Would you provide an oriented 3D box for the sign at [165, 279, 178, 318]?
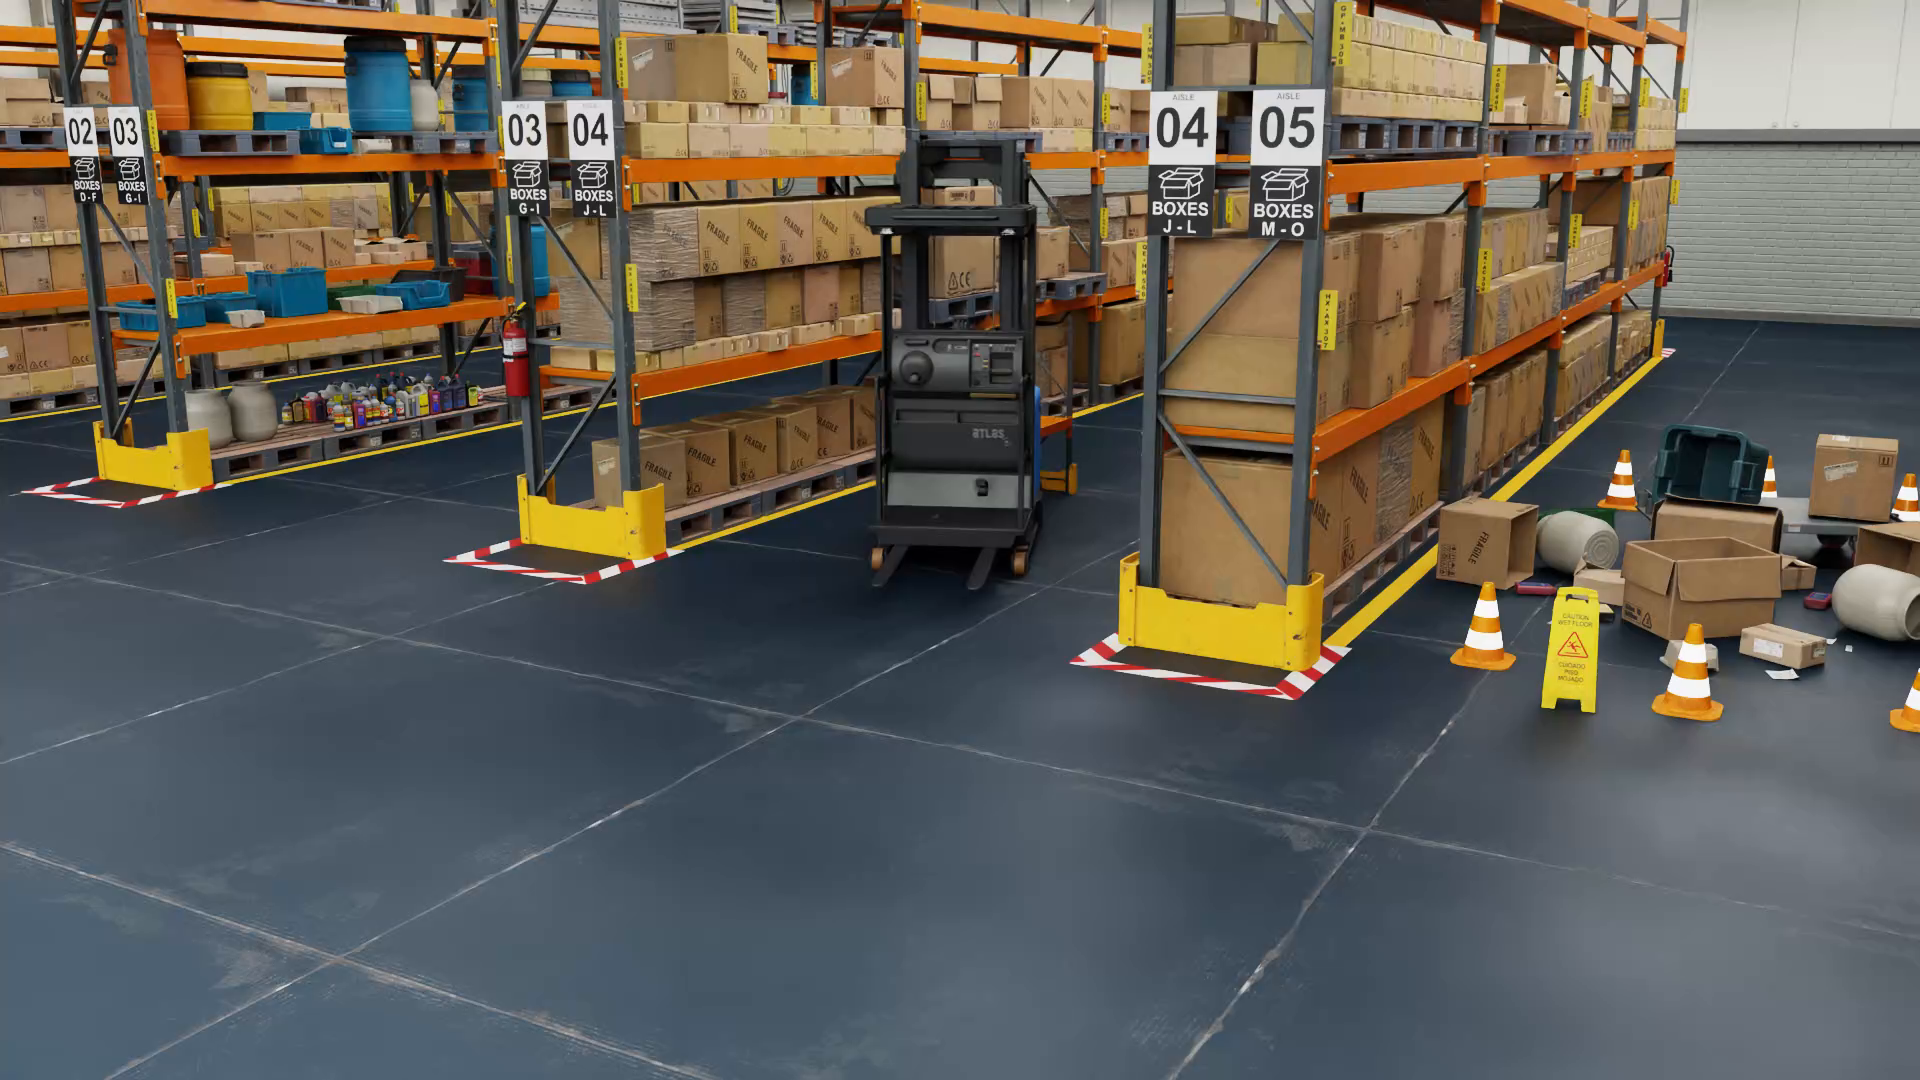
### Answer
[{"bbox_3d":[-6.616,-2.028,13.954,0.100,0.325,0.005,7,15,28],"label":"sign"}]

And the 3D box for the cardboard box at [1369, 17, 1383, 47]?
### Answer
[{"bbox_3d":[2.219,-2.925,9.593,0.380,0.149,0.250,7,15,27],"label":"cardboard box"}]

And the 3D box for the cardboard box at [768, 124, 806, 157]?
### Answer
[{"bbox_3d":[-1.566,-3.165,13.183,0.500,0.250,0.500,8,16,30],"label":"cardboard box"}]

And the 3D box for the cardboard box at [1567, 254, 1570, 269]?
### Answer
[{"bbox_3d":[5.940,-2.813,16.807,0.380,0.149,0.250,8,16,31],"label":"cardboard box"}]

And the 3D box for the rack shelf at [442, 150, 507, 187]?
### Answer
[{"bbox_3d":[-4.195,-4.296,19.088,1.077,0.370,4.000,7,15,28],"label":"rack shelf"}]

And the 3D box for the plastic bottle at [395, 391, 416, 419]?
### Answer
[{"bbox_3d":[-5.551,-1.364,16.663,0.152,0.276,0.135,8,16,29],"label":"plastic bottle"}]

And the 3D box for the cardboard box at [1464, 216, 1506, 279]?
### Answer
[{"bbox_3d":[4.194,-2.480,14.073,0.700,0.500,0.500,8,15,28],"label":"cardboard box"}]

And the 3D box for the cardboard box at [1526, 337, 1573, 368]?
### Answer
[{"bbox_3d":[5.946,-1.922,16.941,0.500,0.250,0.500,7,15,26],"label":"cardboard box"}]

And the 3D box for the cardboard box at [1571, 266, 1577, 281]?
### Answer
[{"bbox_3d":[6.183,-2.771,17.267,0.380,0.149,0.250,8,16,31],"label":"cardboard box"}]

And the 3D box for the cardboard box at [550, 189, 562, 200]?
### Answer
[{"bbox_3d":[-8.271,-6.402,32.047,0.980,0.700,0.700,8,16,31],"label":"cardboard box"}]

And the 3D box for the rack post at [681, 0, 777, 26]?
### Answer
[{"bbox_3d":[-2.914,-6.631,20.999,0.954,0.300,0.937,7,15,28],"label":"rack post"}]

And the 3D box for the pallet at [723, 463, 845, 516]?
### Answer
[{"bbox_3d":[-1.708,-0.467,14.022,1.003,0.211,1.213,7,15,28],"label":"pallet"}]

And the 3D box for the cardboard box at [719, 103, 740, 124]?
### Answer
[{"bbox_3d":[-1.885,-3.210,12.517,0.380,0.149,0.250,7,15,28],"label":"cardboard box"}]

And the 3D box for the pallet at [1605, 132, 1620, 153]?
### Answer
[{"bbox_3d":[6.444,-4.314,18.028,1.213,0.211,1.003,7,15,28],"label":"pallet"}]

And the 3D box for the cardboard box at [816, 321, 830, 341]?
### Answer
[{"bbox_3d":[-1.320,-1.766,13.993,0.380,0.149,0.250,7,15,28],"label":"cardboard box"}]

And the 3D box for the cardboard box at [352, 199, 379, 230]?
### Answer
[{"bbox_3d":[-10.207,-5.515,28.118,0.500,0.500,0.500,8,15,28],"label":"cardboard box"}]

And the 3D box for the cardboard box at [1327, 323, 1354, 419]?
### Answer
[{"bbox_3d":[1.920,-1.082,10.302,0.875,0.550,0.550,7,15,28],"label":"cardboard box"}]

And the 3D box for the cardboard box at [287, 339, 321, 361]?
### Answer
[{"bbox_3d":[-8.588,-2.473,21.360,0.500,0.250,0.500,7,15,26],"label":"cardboard box"}]

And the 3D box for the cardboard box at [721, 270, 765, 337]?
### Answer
[{"bbox_3d":[-2.053,-1.912,13.217,0.875,0.500,0.500,7,15,28],"label":"cardboard box"}]

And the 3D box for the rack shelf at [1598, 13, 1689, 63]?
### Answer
[{"bbox_3d":[8.301,-6.250,20.800,1.077,0.370,4.000,7,15,28],"label":"rack shelf"}]

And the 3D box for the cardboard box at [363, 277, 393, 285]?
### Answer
[{"bbox_3d":[-10.167,-4.552,28.705,0.750,0.750,0.750,8,15,29],"label":"cardboard box"}]

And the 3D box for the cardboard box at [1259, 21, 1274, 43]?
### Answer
[{"bbox_3d":[1.645,-3.000,9.904,0.380,0.149,0.250,8,16,29],"label":"cardboard box"}]

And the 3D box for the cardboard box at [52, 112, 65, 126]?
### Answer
[{"bbox_3d":[-9.840,-4.669,18.441,0.380,0.149,0.250,7,15,28],"label":"cardboard box"}]

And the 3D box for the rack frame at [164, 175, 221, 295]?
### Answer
[{"bbox_3d":[-11.900,-4.720,25.713,1.000,3.000,0.127,7,15,28],"label":"rack frame"}]

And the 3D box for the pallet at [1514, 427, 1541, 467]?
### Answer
[{"bbox_3d":[4.954,-0.945,16.004,1.003,0.211,1.213,7,15,28],"label":"pallet"}]

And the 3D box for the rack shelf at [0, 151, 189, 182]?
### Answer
[{"bbox_3d":[-10.463,-4.037,18.015,1.077,0.370,4.000,7,15,28],"label":"rack shelf"}]

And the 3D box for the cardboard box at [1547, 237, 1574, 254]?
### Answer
[{"bbox_3d":[6.044,-3.003,16.962,0.380,0.149,0.250,7,15,28],"label":"cardboard box"}]

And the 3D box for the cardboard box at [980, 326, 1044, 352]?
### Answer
[{"bbox_3d":[0.563,-2.149,17.842,0.500,0.250,0.500,9,16,34],"label":"cardboard box"}]

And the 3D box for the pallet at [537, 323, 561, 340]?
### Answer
[{"bbox_3d":[-6.577,-3.202,25.367,1.003,0.211,1.213,7,15,28],"label":"pallet"}]

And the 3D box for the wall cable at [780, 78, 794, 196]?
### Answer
[{"bbox_3d":[-4.986,-8.888,36.827,3.097,2.526,0.112,7,15,28],"label":"wall cable"}]

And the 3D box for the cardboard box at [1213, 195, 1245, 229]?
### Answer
[{"bbox_3d":[3.497,-4.363,22.316,0.500,0.500,0.500,7,15,28],"label":"cardboard box"}]

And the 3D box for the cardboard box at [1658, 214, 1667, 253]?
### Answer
[{"bbox_3d":[9.276,-4.167,22.571,0.500,0.500,0.500,8,16,29],"label":"cardboard box"}]

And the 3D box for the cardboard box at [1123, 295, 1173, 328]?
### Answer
[{"bbox_3d":[1.897,-2.529,20.262,1.225,0.875,0.875,7,15,28],"label":"cardboard box"}]

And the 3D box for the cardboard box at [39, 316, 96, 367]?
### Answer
[{"bbox_3d":[-10.019,-2.247,18.825,0.500,0.500,0.500,7,15,28],"label":"cardboard box"}]

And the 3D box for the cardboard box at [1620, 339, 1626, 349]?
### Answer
[{"bbox_3d":[8.207,-2.501,21.058,0.380,0.149,0.250,8,16,31],"label":"cardboard box"}]

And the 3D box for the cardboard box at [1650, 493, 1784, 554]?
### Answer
[{"bbox_3d":[4.993,0.035,11.025,0.797,0.637,0.503,7,15,28],"label":"cardboard box"}]

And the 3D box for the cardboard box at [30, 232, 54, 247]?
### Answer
[{"bbox_3d":[-10.181,-3.308,18.257,0.380,0.149,0.250,8,16,30],"label":"cardboard box"}]

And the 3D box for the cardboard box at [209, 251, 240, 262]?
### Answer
[{"bbox_3d":[-9.232,-3.475,20.834,0.396,0.266,0.258,7,15,27],"label":"cardboard box"}]

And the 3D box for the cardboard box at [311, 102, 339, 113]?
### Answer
[{"bbox_3d":[-10.701,-6.972,27.501,0.700,0.500,0.500,7,15,27],"label":"cardboard box"}]

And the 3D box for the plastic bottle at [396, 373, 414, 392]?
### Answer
[{"bbox_3d":[-5.789,-1.568,17.352,0.144,0.351,0.185,7,15,28],"label":"plastic bottle"}]

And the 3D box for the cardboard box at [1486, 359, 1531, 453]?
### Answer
[{"bbox_3d":[4.608,-1.270,15.305,1.050,0.750,0.750,8,16,29],"label":"cardboard box"}]

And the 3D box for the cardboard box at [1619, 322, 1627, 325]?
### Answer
[{"bbox_3d":[8.307,-2.701,21.254,0.380,0.149,0.250,7,15,26],"label":"cardboard box"}]

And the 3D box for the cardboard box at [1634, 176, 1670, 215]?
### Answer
[{"bbox_3d":[9.265,-4.653,22.450,0.500,0.500,0.500,7,15,27],"label":"cardboard box"}]

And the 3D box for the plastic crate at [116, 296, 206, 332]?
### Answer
[{"bbox_3d":[-7.115,-2.021,14.833,0.499,0.251,0.616,7,15,28],"label":"plastic crate"}]

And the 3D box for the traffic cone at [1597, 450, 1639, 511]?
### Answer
[{"bbox_3d":[5.437,-0.504,13.637,0.336,0.463,0.334,7,15,28],"label":"traffic cone"}]

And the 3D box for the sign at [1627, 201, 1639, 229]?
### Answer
[{"bbox_3d":[7.822,-3.775,19.323,0.100,0.325,0.005,7,15,28],"label":"sign"}]

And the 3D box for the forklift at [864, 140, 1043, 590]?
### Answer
[{"bbox_3d":[-0.041,-1.266,11.532,1.130,2.935,3.031,2,14,6],"label":"forklift"}]

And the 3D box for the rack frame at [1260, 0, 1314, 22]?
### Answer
[{"bbox_3d":[4.975,-7.594,24.834,1.000,3.000,0.127,7,15,28],"label":"rack frame"}]

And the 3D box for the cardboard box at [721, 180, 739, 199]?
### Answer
[{"bbox_3d":[-4.159,-6.003,28.686,0.500,0.500,0.500,8,16,30],"label":"cardboard box"}]

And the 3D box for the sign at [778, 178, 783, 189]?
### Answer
[{"bbox_3d":[-3.219,-6.451,29.746,0.100,0.325,0.005,7,15,28],"label":"sign"}]

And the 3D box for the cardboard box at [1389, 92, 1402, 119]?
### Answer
[{"bbox_3d":[2.468,-2.643,10.122,0.380,0.149,0.250,7,15,28],"label":"cardboard box"}]

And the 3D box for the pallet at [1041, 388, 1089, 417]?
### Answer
[{"bbox_3d":[0.729,-1.521,18.392,1.003,0.211,1.213,7,15,28],"label":"pallet"}]

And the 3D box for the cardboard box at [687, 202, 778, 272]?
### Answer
[{"bbox_3d":[-1.767,-2.361,12.946,0.500,0.500,0.500,7,15,28],"label":"cardboard box"}]

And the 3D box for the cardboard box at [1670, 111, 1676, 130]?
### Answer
[{"bbox_3d":[9.268,-5.600,22.216,0.500,0.250,0.500,7,15,26],"label":"cardboard box"}]

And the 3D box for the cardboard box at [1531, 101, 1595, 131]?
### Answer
[{"bbox_3d":[5.910,-4.048,16.310,0.500,0.500,0.500,7,15,28],"label":"cardboard box"}]

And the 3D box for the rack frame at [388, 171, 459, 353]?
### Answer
[{"bbox_3d":[-7.562,-4.160,23.388,1.000,3.000,0.127,7,15,28],"label":"rack frame"}]

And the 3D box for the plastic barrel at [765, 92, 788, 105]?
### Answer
[{"bbox_3d":[-2.503,-5.707,22.220,0.433,0.535,0.433,0,14,0],"label":"plastic barrel"}]

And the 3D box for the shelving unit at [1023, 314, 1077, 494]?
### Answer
[{"bbox_3d":[0.491,-1.057,13.719,0.587,1.500,1.083,7,15,27],"label":"shelving unit"}]
